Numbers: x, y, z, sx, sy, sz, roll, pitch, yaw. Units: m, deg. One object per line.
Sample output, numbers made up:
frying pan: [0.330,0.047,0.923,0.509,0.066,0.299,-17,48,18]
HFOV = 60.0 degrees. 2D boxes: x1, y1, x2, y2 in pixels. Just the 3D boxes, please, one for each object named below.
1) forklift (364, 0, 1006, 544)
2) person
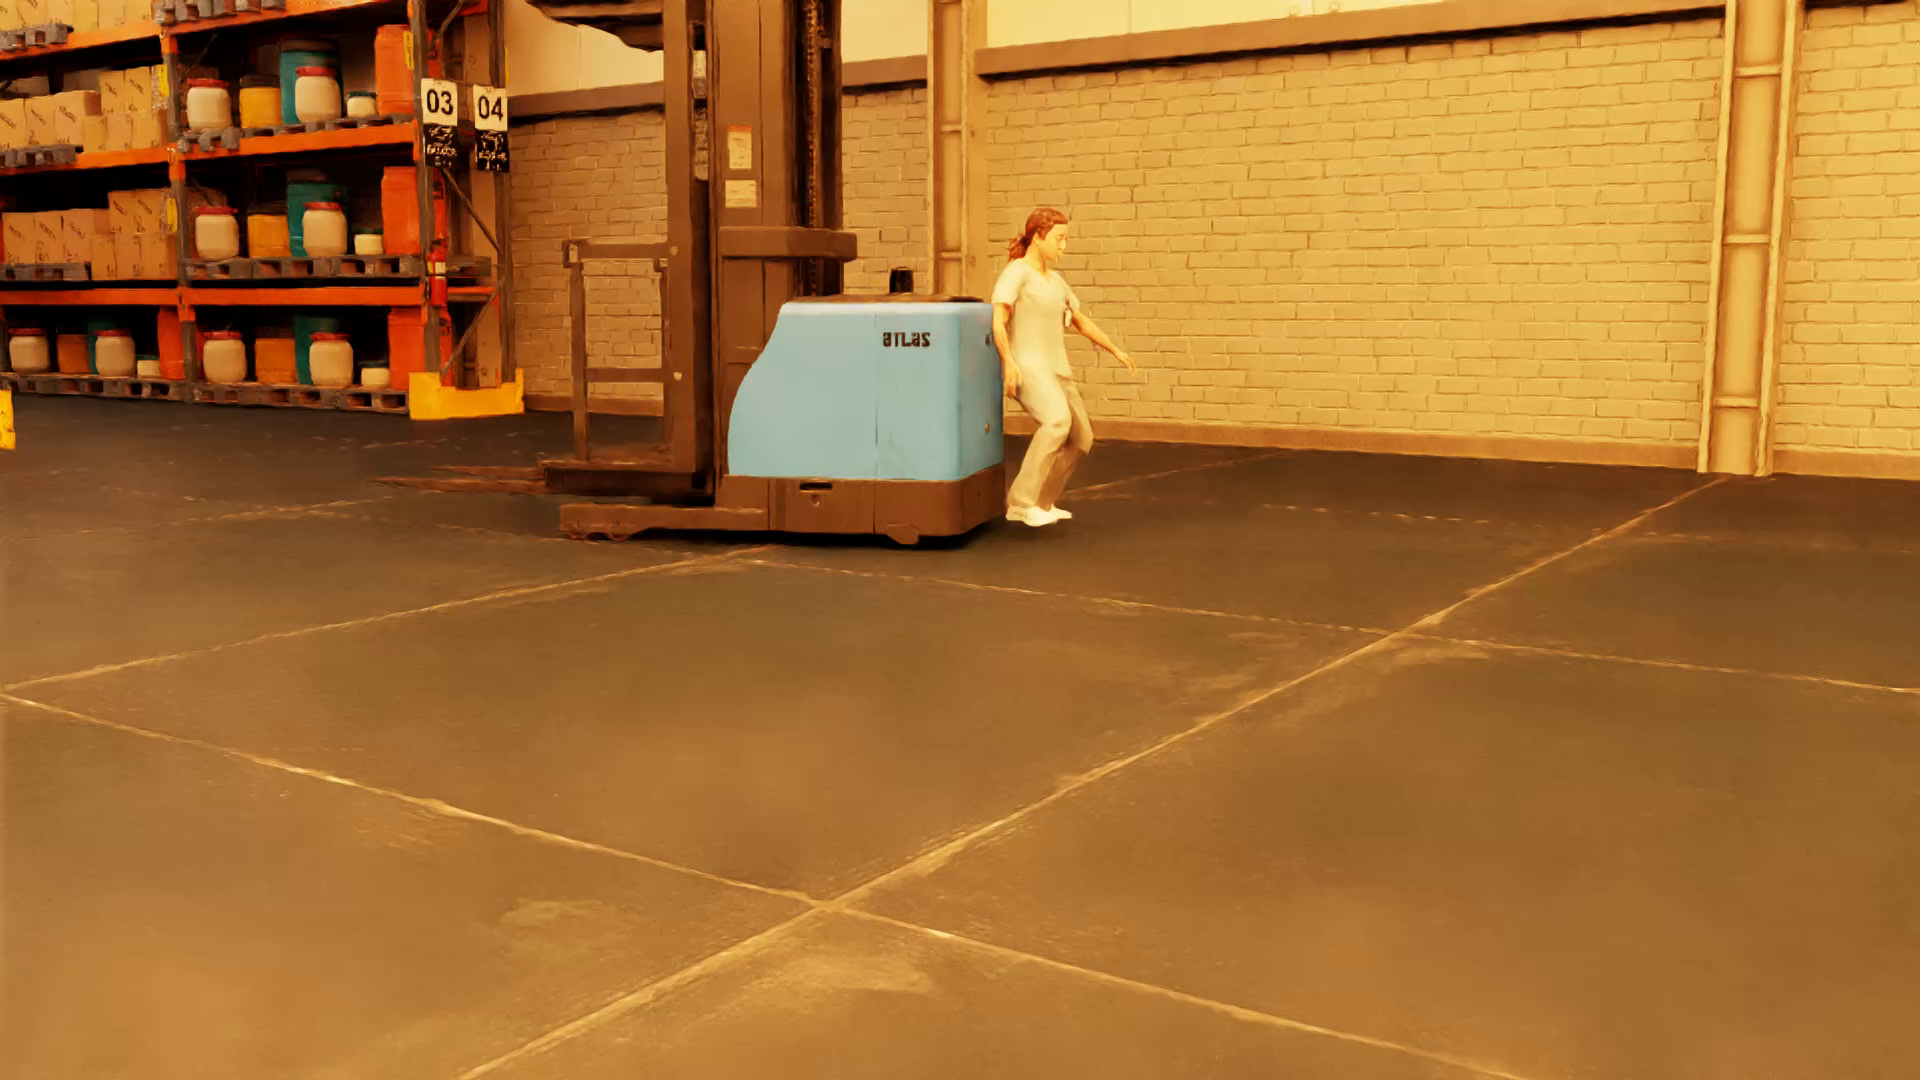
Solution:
forklift: [-1.351,-1.518,7.868,3.031,2.935,1.130,2,8,14]
person: [0.419,-0.812,7.971,0.687,1.550,0.860,7,10,39]
